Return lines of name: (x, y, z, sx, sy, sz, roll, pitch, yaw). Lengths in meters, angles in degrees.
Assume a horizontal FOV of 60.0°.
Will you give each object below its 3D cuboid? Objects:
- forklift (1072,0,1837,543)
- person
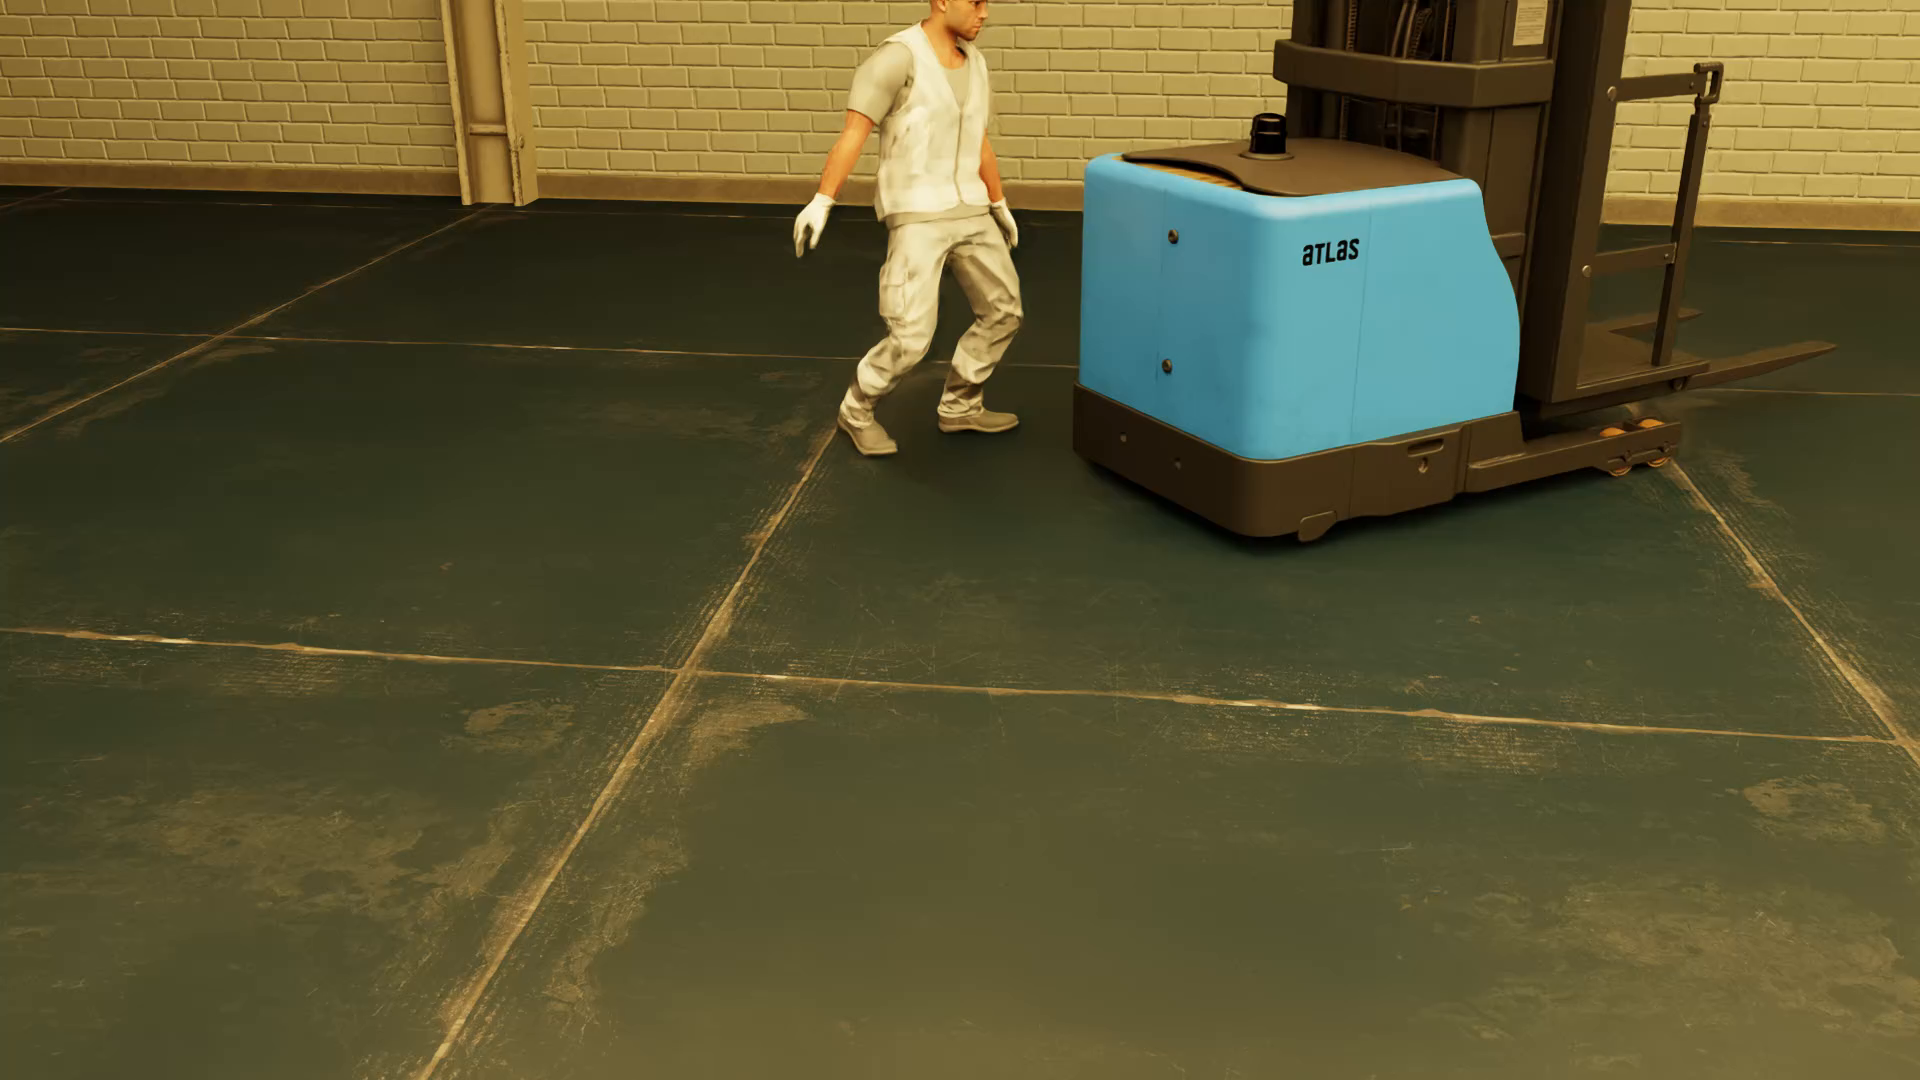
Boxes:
forklift: (1.927, -1.736, 5.565, 3.031, 2.935, 1.130, -12, 25, -27)
person: (-0.165, -1.121, 5.683, 0.895, 1.704, 0.500, -18, 28, -38)
